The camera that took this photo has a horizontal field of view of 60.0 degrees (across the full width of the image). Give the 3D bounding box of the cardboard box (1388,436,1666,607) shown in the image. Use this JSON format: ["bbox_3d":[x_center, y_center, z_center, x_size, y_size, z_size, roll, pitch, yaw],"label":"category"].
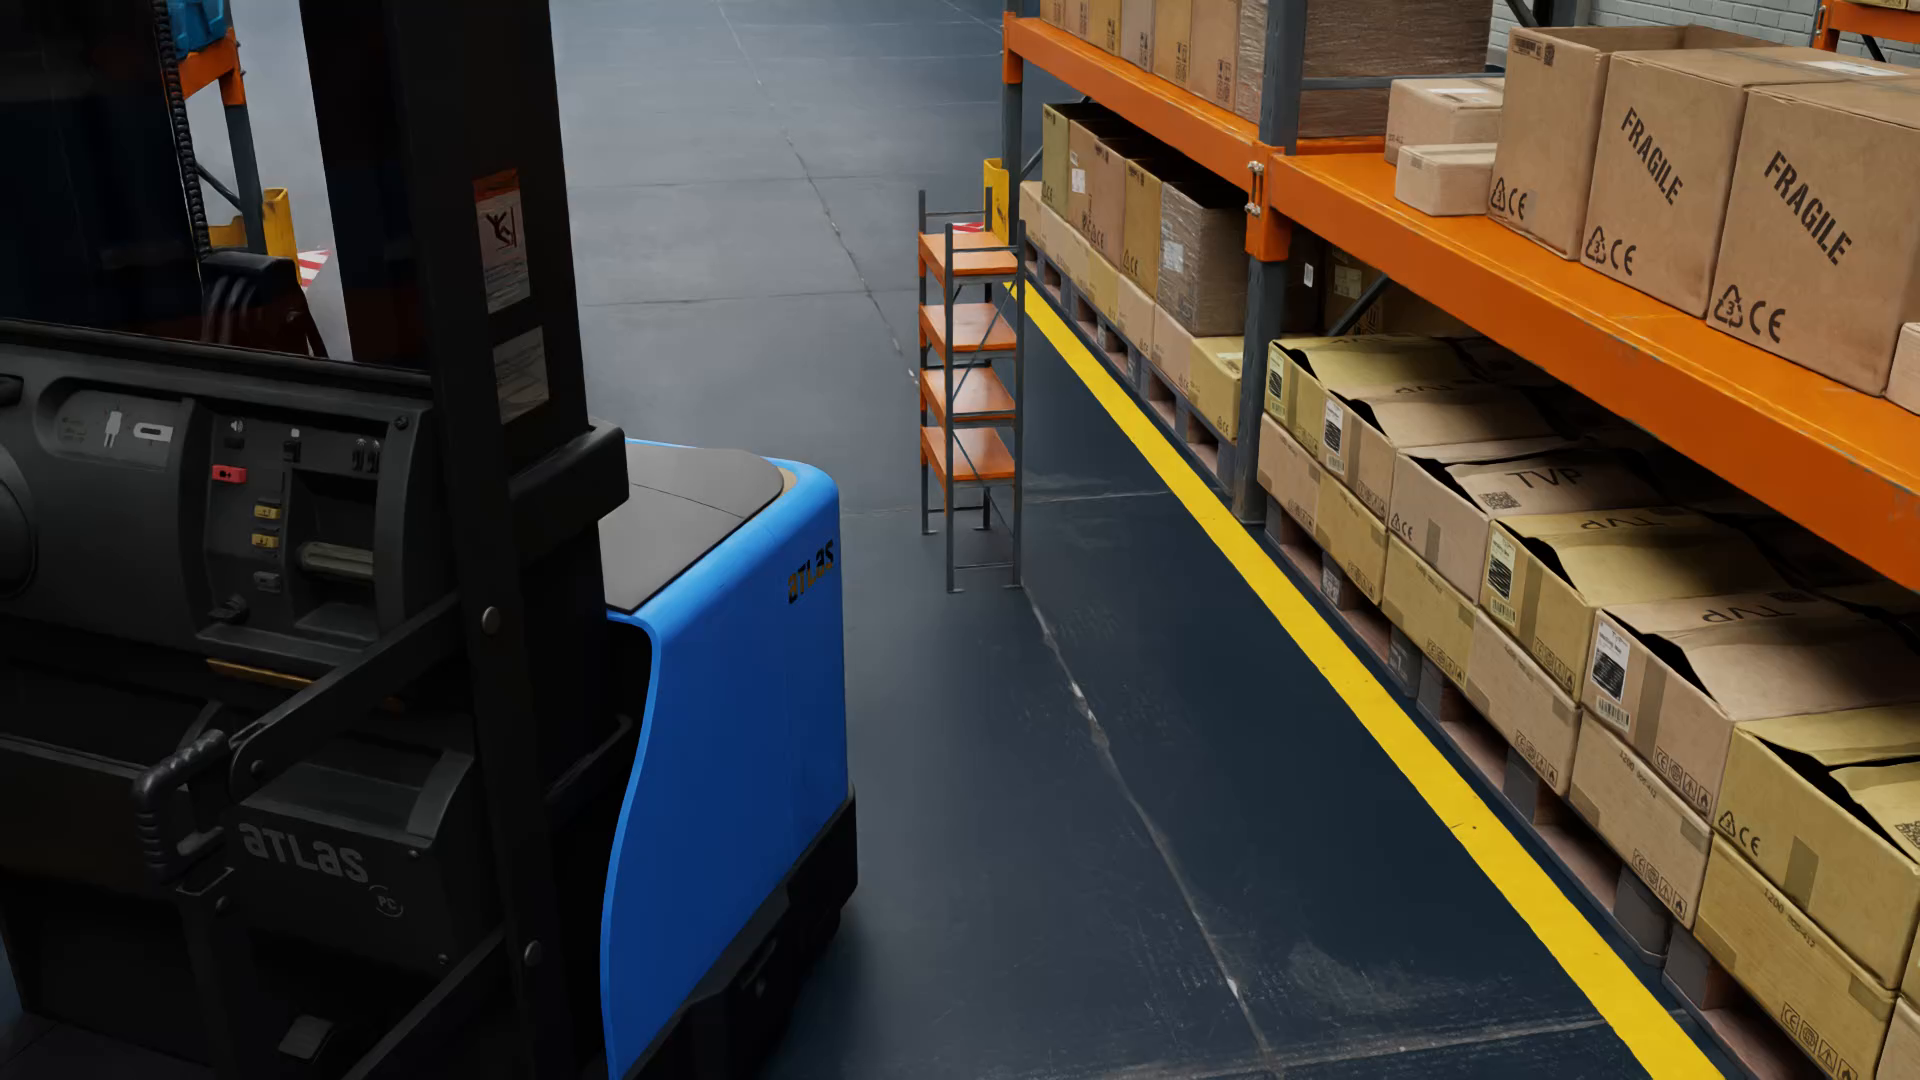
[{"bbox_3d":[1.492,-0.089,4.415,0.500,0.311,0.500,-5,24,-11],"label":"cardboard box"}]

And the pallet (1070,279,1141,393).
[{"bbox_3d":[1.141,-1.000,7.776,1.003,0.211,1.213,-4,24,-10],"label":"pallet"}]

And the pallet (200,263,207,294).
[{"bbox_3d":[-3.927,-1.065,7.925,1.003,0.211,1.213,-4,24,-10],"label":"pallet"}]

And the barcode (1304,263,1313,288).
[{"bbox_3d":[1.114,-0.846,5.313,0.001,0.075,0.075,-4,24,-10],"label":"barcode"}]

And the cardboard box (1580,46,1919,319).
[{"bbox_3d":[1.792,-0.819,3.753,0.500,0.500,0.500,-4,24,-10],"label":"cardboard box"}]

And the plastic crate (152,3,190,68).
[{"bbox_3d":[-3.632,-2.191,7.204,0.499,0.251,0.408,-4,24,-10],"label":"plastic crate"}]

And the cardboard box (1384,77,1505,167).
[{"bbox_3d":[1.610,-1.222,4.987,0.500,0.250,0.500,-3,24,-6],"label":"cardboard box"}]

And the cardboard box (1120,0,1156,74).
[{"bbox_3d":[1.099,-2.307,7.159,0.700,0.500,0.500,-4,24,-8],"label":"cardboard box"}]

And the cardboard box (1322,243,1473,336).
[{"bbox_3d":[1.698,-0.963,6.180,0.500,0.500,0.500,-4,24,-10],"label":"cardboard box"}]

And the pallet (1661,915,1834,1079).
[{"bbox_3d":[2.101,1.043,3.097,1.003,0.211,1.213,-4,24,-10],"label":"pallet"}]

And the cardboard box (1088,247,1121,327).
[{"bbox_3d":[0.892,-1.169,7.590,0.500,0.250,0.500,-4,24,-10],"label":"cardboard box"}]

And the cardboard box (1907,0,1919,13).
[{"bbox_3d":[5.492,-2.944,8.906,0.500,0.250,0.500,-5,24,-11],"label":"cardboard box"}]

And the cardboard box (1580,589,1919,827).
[{"bbox_3d":[1.683,0.312,3.497,0.500,0.311,0.500,-4,24,-10],"label":"cardboard box"}]

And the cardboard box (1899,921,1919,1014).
[{"bbox_3d":[1.876,0.715,2.575,0.500,0.311,0.500,-4,24,-8],"label":"cardboard box"}]

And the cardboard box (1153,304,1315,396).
[{"bbox_3d":[1.092,-0.777,6.692,0.500,0.250,0.500,-4,24,-10],"label":"cardboard box"}]

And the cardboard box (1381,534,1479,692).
[{"bbox_3d":[1.498,0.168,4.528,0.500,0.250,0.500,-5,24,-11],"label":"cardboard box"}]

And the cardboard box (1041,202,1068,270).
[{"bbox_3d":[0.713,-1.563,8.492,0.500,0.250,0.500,-4,24,-10],"label":"cardboard box"}]

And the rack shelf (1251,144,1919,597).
[{"bbox_3d":[1.845,-0.365,3.736,1.077,0.370,4.000,-4,24,-10],"label":"rack shelf"}]

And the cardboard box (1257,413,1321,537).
[{"bbox_3d":[1.307,-0.236,5.454,0.500,0.250,0.500,-5,24,-11],"label":"cardboard box"}]

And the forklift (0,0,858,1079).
[{"bbox_3d":[-1.223,-0.029,2.155,1.130,2.935,3.031,8,25,19],"label":"forklift"}]

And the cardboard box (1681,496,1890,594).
[{"bbox_3d":[2.114,0.066,4.061,0.500,0.311,0.500,-5,24,-10],"label":"cardboard box"}]

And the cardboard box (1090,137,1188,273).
[{"bbox_3d":[0.891,-1.513,7.440,0.500,0.500,0.500,-4,24,-10],"label":"cardboard box"}]

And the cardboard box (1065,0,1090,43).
[{"bbox_3d":[0.912,-2.709,8.081,0.700,0.500,0.500,-4,24,-8],"label":"cardboard box"}]

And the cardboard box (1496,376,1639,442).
[{"bbox_3d":[1.935,-0.328,4.964,0.500,0.311,0.500,-4,24,-8],"label":"cardboard box"}]

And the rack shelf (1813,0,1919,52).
[{"bbox_3d":[5.973,-2.306,8.181,1.077,0.370,4.000,-4,24,-10],"label":"rack shelf"}]

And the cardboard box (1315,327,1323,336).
[{"bbox_3d":[1.600,-0.815,6.780,0.500,0.250,0.500,-4,24,-10],"label":"cardboard box"}]

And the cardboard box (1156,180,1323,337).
[{"bbox_3d":[1.094,-1.121,6.542,0.500,0.500,0.500,-4,24,-10],"label":"cardboard box"}]

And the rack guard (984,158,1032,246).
[{"bbox_3d":[0.732,-1.918,9.518,1.175,0.500,0.348,-4,24,-10],"label":"rack guard"}]

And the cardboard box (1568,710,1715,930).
[{"bbox_3d":[1.689,0.571,3.607,0.500,0.250,0.500,-4,24,-9],"label":"cardboard box"}]

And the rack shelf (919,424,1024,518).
[{"bbox_3d":[0.031,-0.241,5.467,0.258,0.148,0.480,-4,24,-10],"label":"rack shelf"}]

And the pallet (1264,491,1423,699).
[{"bbox_3d":[1.650,0.084,5.294,1.003,0.211,1.213,-4,24,-10],"label":"pallet"}]

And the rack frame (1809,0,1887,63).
[{"bbox_3d":[5.604,-3.422,9.839,1.000,3.000,0.127,-4,24,-10],"label":"rack frame"}]

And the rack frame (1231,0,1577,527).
[{"bbox_3d":[1.476,-1.481,5.393,1.000,3.000,0.127,-4,24,-10],"label":"rack frame"}]

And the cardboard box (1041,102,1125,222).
[{"bbox_3d":[0.711,-1.907,8.341,0.500,0.500,0.500,-4,24,-10],"label":"cardboard box"}]

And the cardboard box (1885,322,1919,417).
[{"bbox_3d":[1.924,-0.290,2.980,0.380,0.149,0.250,-3,24,-6],"label":"cardboard box"}]

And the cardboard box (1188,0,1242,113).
[{"bbox_3d":[1.284,-1.908,6.246,0.700,0.500,0.500,-5,24,-10],"label":"cardboard box"}]

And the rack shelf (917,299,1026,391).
[{"bbox_3d":[0.031,-0.628,5.298,0.258,0.148,0.480,-4,24,-10],"label":"rack shelf"}]

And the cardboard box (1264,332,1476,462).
[{"bbox_3d":[1.307,-0.489,5.333,0.500,0.311,0.500,-4,24,-10],"label":"cardboard box"}]

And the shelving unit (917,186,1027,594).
[{"bbox_3d":[0.031,-0.485,5.361,0.258,1.200,0.503,-4,24,-10],"label":"shelving unit"}]

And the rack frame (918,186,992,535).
[{"bbox_3d":[-0.015,-0.581,5.581,0.240,1.200,0.015,-4,24,-10],"label":"rack frame"}]

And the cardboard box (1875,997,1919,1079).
[{"bbox_3d":[1.878,0.971,2.690,0.500,0.250,0.500,-4,24,-8],"label":"cardboard box"}]
